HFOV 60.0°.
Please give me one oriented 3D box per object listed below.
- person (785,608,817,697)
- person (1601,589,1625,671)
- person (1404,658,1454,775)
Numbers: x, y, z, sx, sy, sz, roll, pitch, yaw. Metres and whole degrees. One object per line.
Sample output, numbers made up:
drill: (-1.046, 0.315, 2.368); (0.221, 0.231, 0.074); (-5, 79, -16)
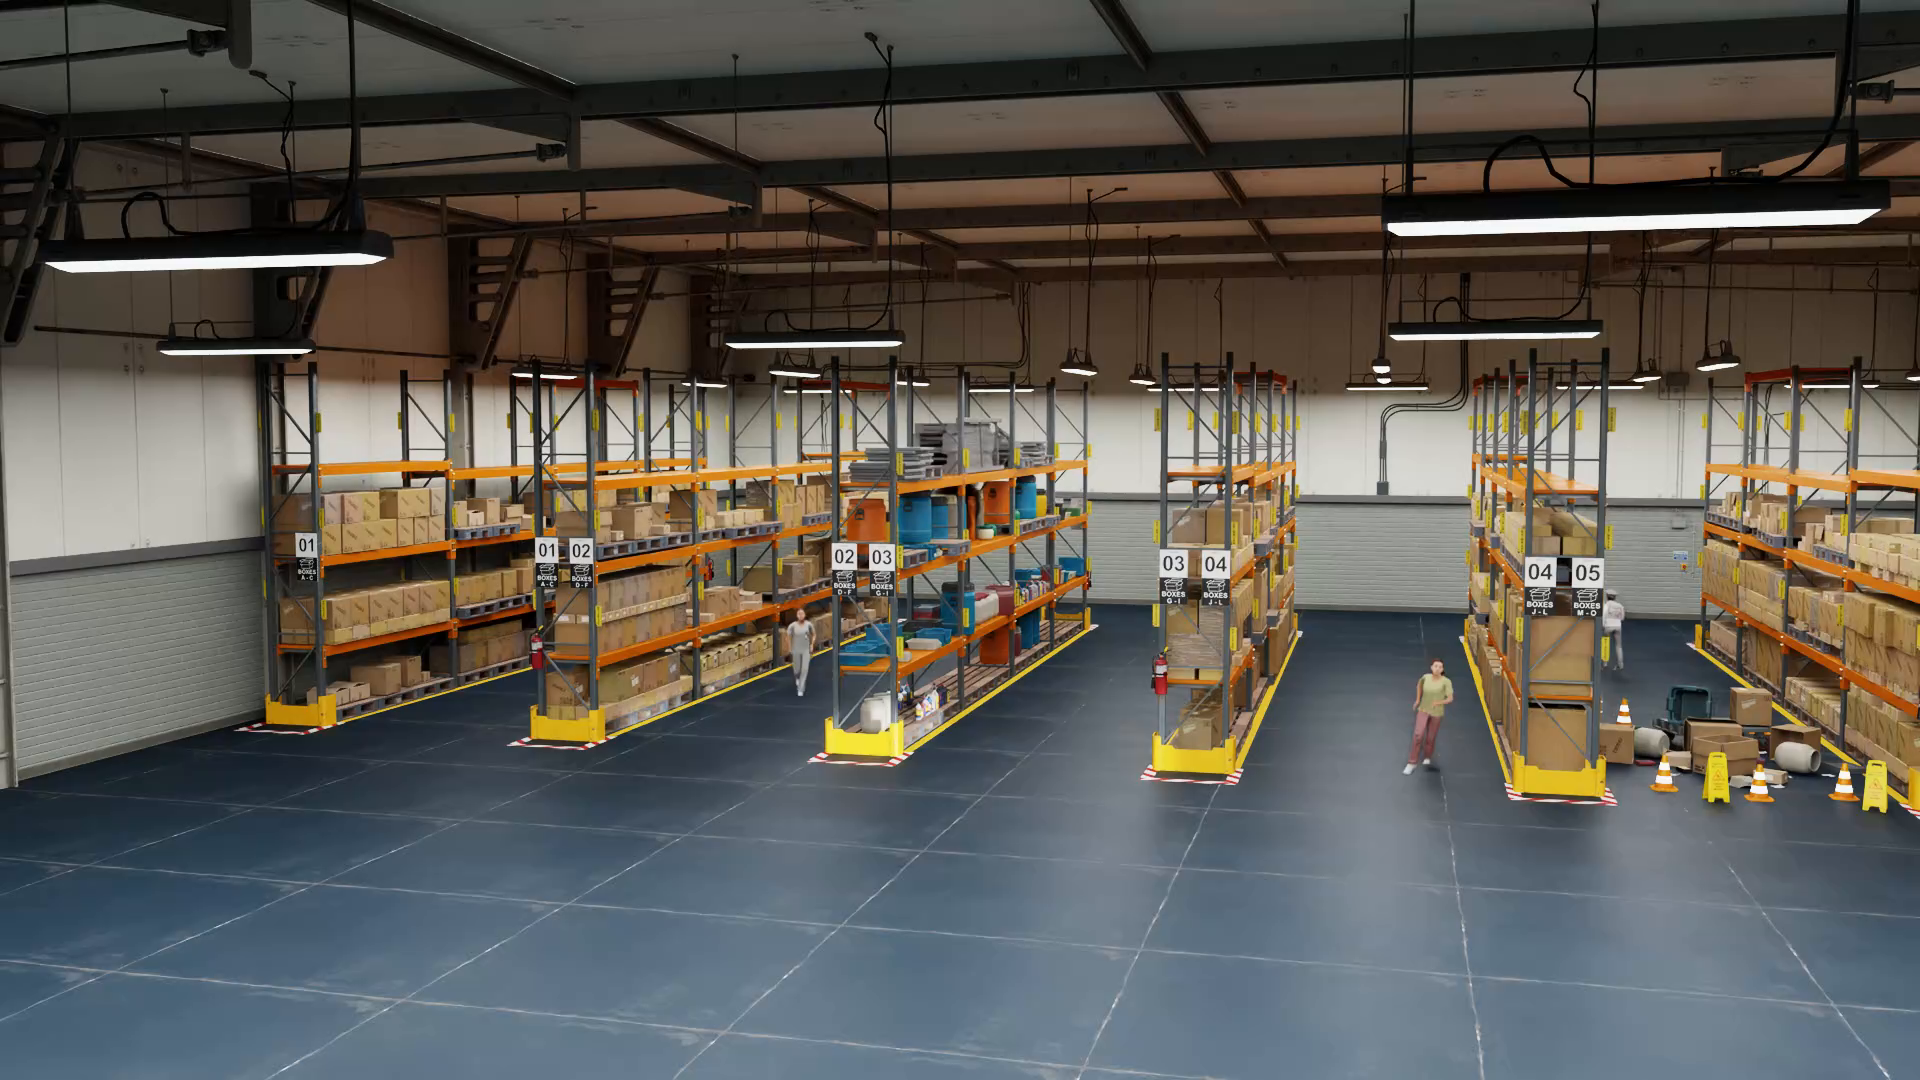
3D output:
person: (-2.924, 2.046, 30.606); (0.573, 1.621, 0.694); (-1, 4, -7)
person: (13.115, 1.835, 33.441); (0.597, 1.659, 0.940); (0, 4, 3)
person: (6.724, 2.501, 23.756); (0.633, 1.607, 0.867); (2, 4, 22)
